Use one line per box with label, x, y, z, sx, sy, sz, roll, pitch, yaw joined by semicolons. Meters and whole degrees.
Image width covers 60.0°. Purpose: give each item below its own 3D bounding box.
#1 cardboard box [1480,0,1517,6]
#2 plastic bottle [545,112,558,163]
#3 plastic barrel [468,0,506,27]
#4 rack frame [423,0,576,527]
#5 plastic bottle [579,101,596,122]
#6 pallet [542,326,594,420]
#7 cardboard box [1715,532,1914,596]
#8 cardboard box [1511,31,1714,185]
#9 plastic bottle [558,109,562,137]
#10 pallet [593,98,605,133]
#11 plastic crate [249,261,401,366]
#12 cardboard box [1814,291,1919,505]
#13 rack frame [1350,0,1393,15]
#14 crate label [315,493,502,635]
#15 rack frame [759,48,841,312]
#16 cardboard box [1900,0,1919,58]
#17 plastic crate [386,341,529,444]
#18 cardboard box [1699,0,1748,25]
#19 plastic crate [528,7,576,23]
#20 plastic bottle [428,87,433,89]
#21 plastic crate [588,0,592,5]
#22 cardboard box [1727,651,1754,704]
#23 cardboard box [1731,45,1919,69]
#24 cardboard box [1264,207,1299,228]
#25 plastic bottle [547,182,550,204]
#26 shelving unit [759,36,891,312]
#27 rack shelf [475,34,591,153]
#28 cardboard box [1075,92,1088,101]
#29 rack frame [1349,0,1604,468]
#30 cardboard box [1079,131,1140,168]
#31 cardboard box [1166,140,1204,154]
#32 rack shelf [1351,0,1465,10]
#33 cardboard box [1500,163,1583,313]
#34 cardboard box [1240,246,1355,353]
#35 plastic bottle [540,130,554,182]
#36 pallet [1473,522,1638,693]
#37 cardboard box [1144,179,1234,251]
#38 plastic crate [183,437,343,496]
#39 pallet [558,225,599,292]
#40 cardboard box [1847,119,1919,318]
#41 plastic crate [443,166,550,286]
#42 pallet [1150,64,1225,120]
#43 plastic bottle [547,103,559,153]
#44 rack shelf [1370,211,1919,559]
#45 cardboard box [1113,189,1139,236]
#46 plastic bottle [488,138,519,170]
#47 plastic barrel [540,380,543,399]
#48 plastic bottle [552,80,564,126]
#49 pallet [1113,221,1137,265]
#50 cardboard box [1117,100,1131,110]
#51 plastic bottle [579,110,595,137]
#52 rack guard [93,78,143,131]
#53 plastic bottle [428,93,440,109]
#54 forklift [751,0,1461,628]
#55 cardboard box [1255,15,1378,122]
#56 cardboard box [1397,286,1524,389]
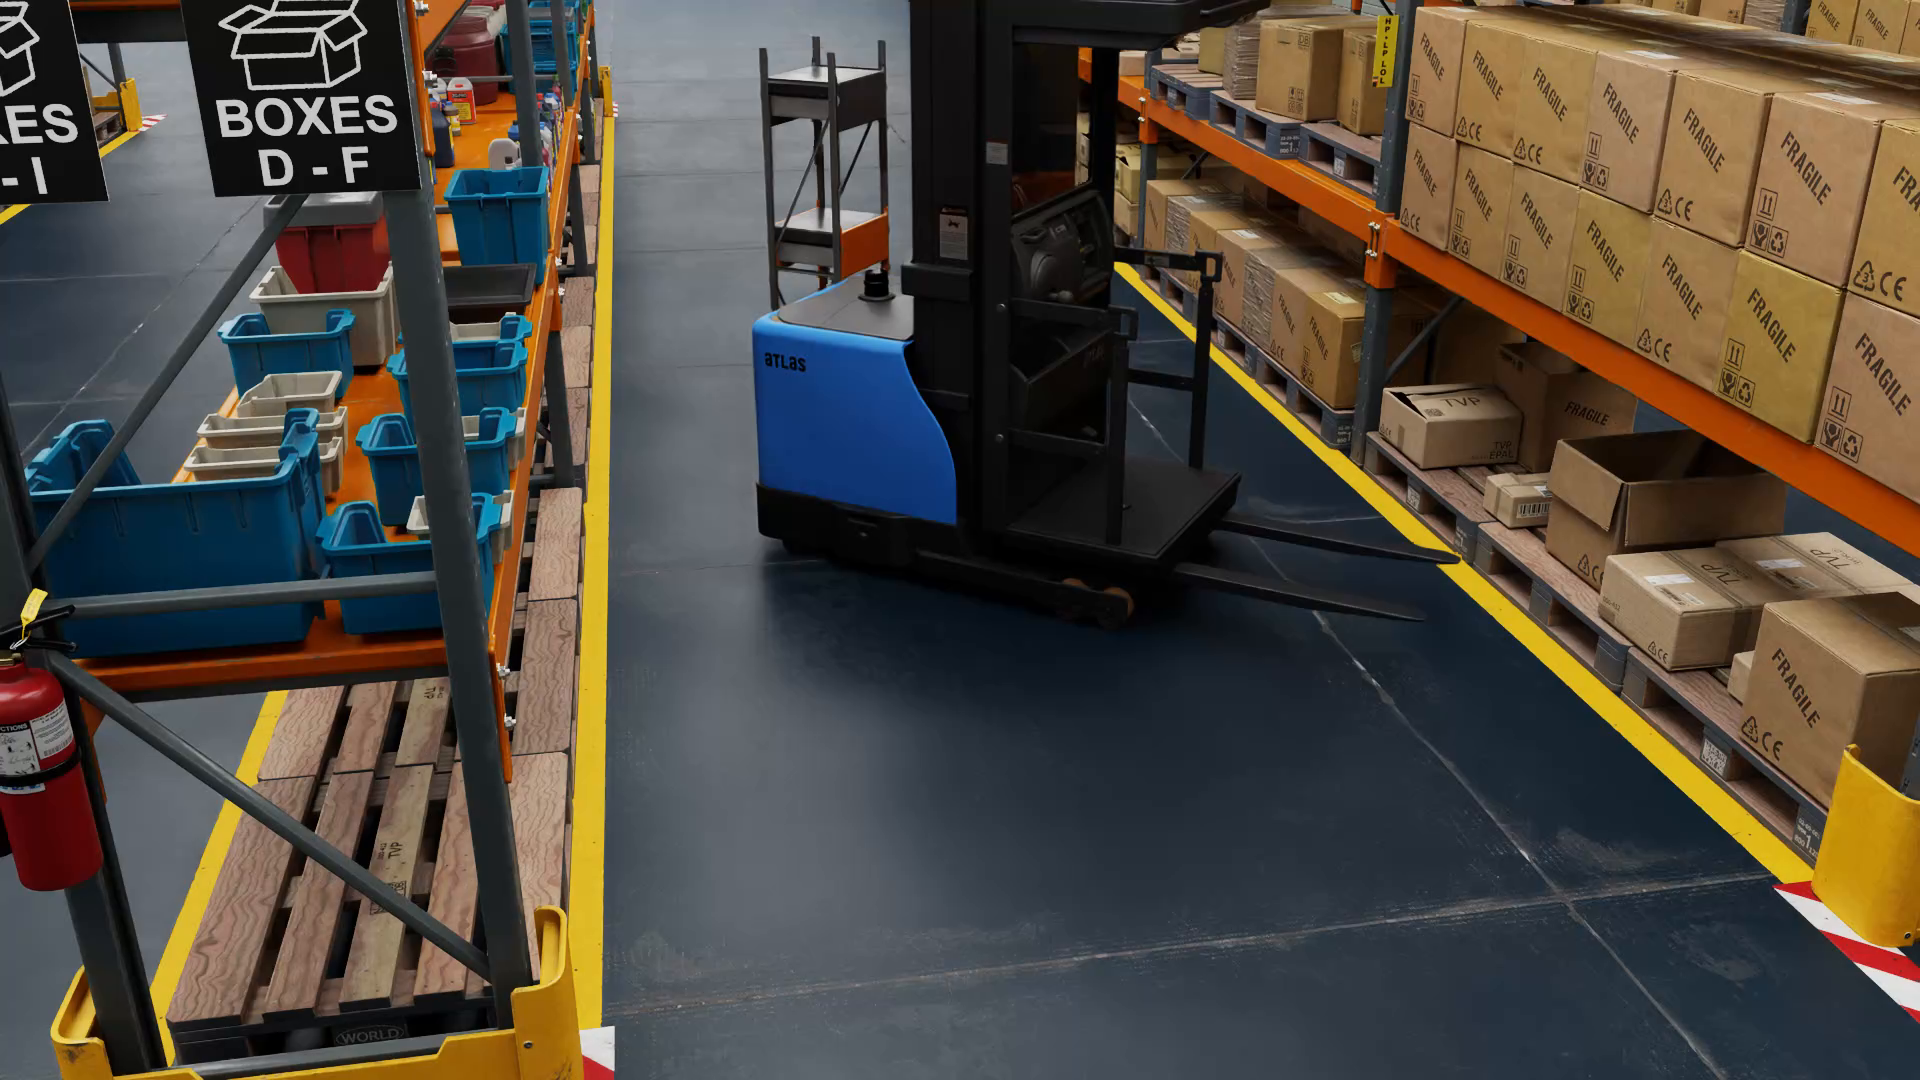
cardboard box;5.546;-5.426;16.589;0.500;0.250;0.500;-4;24;-10
plastic bottle;-2.301;-2.260;9.322;0.061;0.283;0.133;-4;24;-10
plastic barrel;-3.628;-3.800;12.533;0.433;0.535;0.433;0;24;0
rack frame;-2.326;-1.442;7.304;1.000;3.000;0.127;-4;24;-10
plastic bottle;-3.729;-4.270;16.633;0.152;0.276;0.135;-5;24;-11
pallet;-2.656;-0.952;9.666;1.003;0.211;1.213;-4;24;-10
cardboard box;3.276;0.196;6.439;0.500;0.250;0.500;-4;24;-10
cardboard box;2.544;-1.700;6.521;0.500;0.500;0.500;-5;24;-11
plastic bottle;-2.471;-2.545;10.077;0.097;0.201;0.097;0;24;0
pallet;-4.339;-4.538;17.877;1.003;0.211;1.213;-4;24;-10
plastic crate;-2.224;-0.801;5.910;0.437;0.282;0.530;-4;24;-10
cardboard box;2.932;-0.436;4.875;0.500;0.500;0.500;-4;24;-8
rack frame;5.192;-6.896;19.791;1.000;3.000;0.127;-4;24;-10
crate label;-1.308;0.059;4.002;0.416;0.233;0.303;-4;24;-10
rack frame;-0.756;-1.304;8.112;0.400;2.100;0.015;11;26;24
cardboard box;6.688;-3.328;11.101;0.500;0.500;0.500;-4;24;-10
plastic crate;-1.552;-0.459;5.188;0.416;0.233;0.300;-4;24;-10
cardboard box;6.444;-4.398;13.398;0.700;0.500;0.500;-7;24;-15
plastic crate;-3.063;-3.703;12.401;0.402;0.464;0.583;-4;24;-10
plastic bottle;-3.308;-2.715;10.379;0.097;0.271;0.097;0;24;0
plastic crate;-4.044;-5.664;17.156;0.499;0.251;0.408;-4;24;-10
cardboard box;2.954;0.501;5.845;0.380;0.166;0.250;-4;24;-10
cardboard box;3.173;-1.534;6.141;0.500;0.500;0.500;-5;24;-10
cardboard box;2.302;-1.883;10.887;0.500;0.500;0.500;-5;24;-12
plastic bottle;-2.117;-1.791;8.352;0.097;0.201;0.097;0;24;0
shelving unit;-0.649;-1.392;8.313;0.431;2.100;0.503;11;26;24
rack shelf;-3.435;-3.473;12.852;1.077;0.370;4.000;-4;24;-10
cardboard box;0.895;-3.962;15.285;0.500;0.311;0.500;-4;24;-10
rack frame;2.543;-1.807;8.141;1.000;3.000;0.127;-4;24;-10
cardboard box;1.271;-3.161;13.449;0.500;0.311;0.500;-4;24;-10
cardboard box;1.890;-3.004;13.090;0.500;0.311;0.500;-5;24;-11
rack shelf;5.561;-5.779;18.133;1.077;0.370;4.000;-4;24;-10
cardboard box;2.558;-1.234;6.704;0.500;0.500;0.500;-4;24;-10
cardboard box;1.995;-1.429;9.847;0.500;0.500;0.500;-4;24;-9
plastic bottle;-2.251;-2.051;8.854;0.152;0.276;0.135;-4;24;-10
pallet;2.898;0.222;6.979;1.003;0.211;1.213;-4;24;-10
cardboard box;1.607;-2.237;11.697;0.500;0.500;0.500;-3;24;-7
plastic crate;-1.954;-0.198;4.710;0.396;0.136;0.243;-4;24;-10
pallet;-3.170;-2.045;12.169;1.003;0.211;1.213;-4;24;-10
cardboard box;2.930;-0.893;4.672;0.500;0.500;0.500;-5;24;-10
plastic crate;-1.904;-1.304;6.933;0.392;0.384;0.575;-4;24;-10
pallet;1.998;-3.031;11.183;1.213;0.211;1.003;-4;24;-10
plastic bottle;-2.360;-2.385;9.609;0.061;0.283;0.133;-4;24;-10
rack shelf;2.913;-0.691;6.483;1.077;0.370;4.000;-4;24;-10
cardboard box;1.466;-2.502;12.642;0.500;0.250;0.500;-4;24;-8
plastic bottle;-2.358;-1.949;8.619;0.152;0.276;0.135;-4;24;-10
plastic barrel;-2.540;-1.167;8.771;0.600;0.901;0.708;-4;24;-10
plastic bottle;-2.529;-2.744;10.430;0.061;0.283;0.133;-4;24;-10
pallet;1.689;-2.430;13.049;1.003;0.211;1.213;-4;24;-10
cardboard box;1.523;-3.801;14.916;0.500;0.311;0.500;-4;24;-8
plastic bottle;-3.581;-3.999;15.919;0.144;0.351;0.185;-5;24;-12
rack guard;-9.398;-4.620;17.704;1.175;0.500;0.348;-4;24;-10
plastic bottle;-3.163;-2.537;9.973;0.097;0.271;0.097;0;24;0
forklift;0.617;-1.220;6.882;3.031;2.935;1.130;12;26;25
cardboard box;2.156;-2.736;9.617;0.700;0.500;0.500;-11;26;-23
cardboard box;2.693;-1.072;9.030;0.500;0.500;0.500;-5;24;-12
